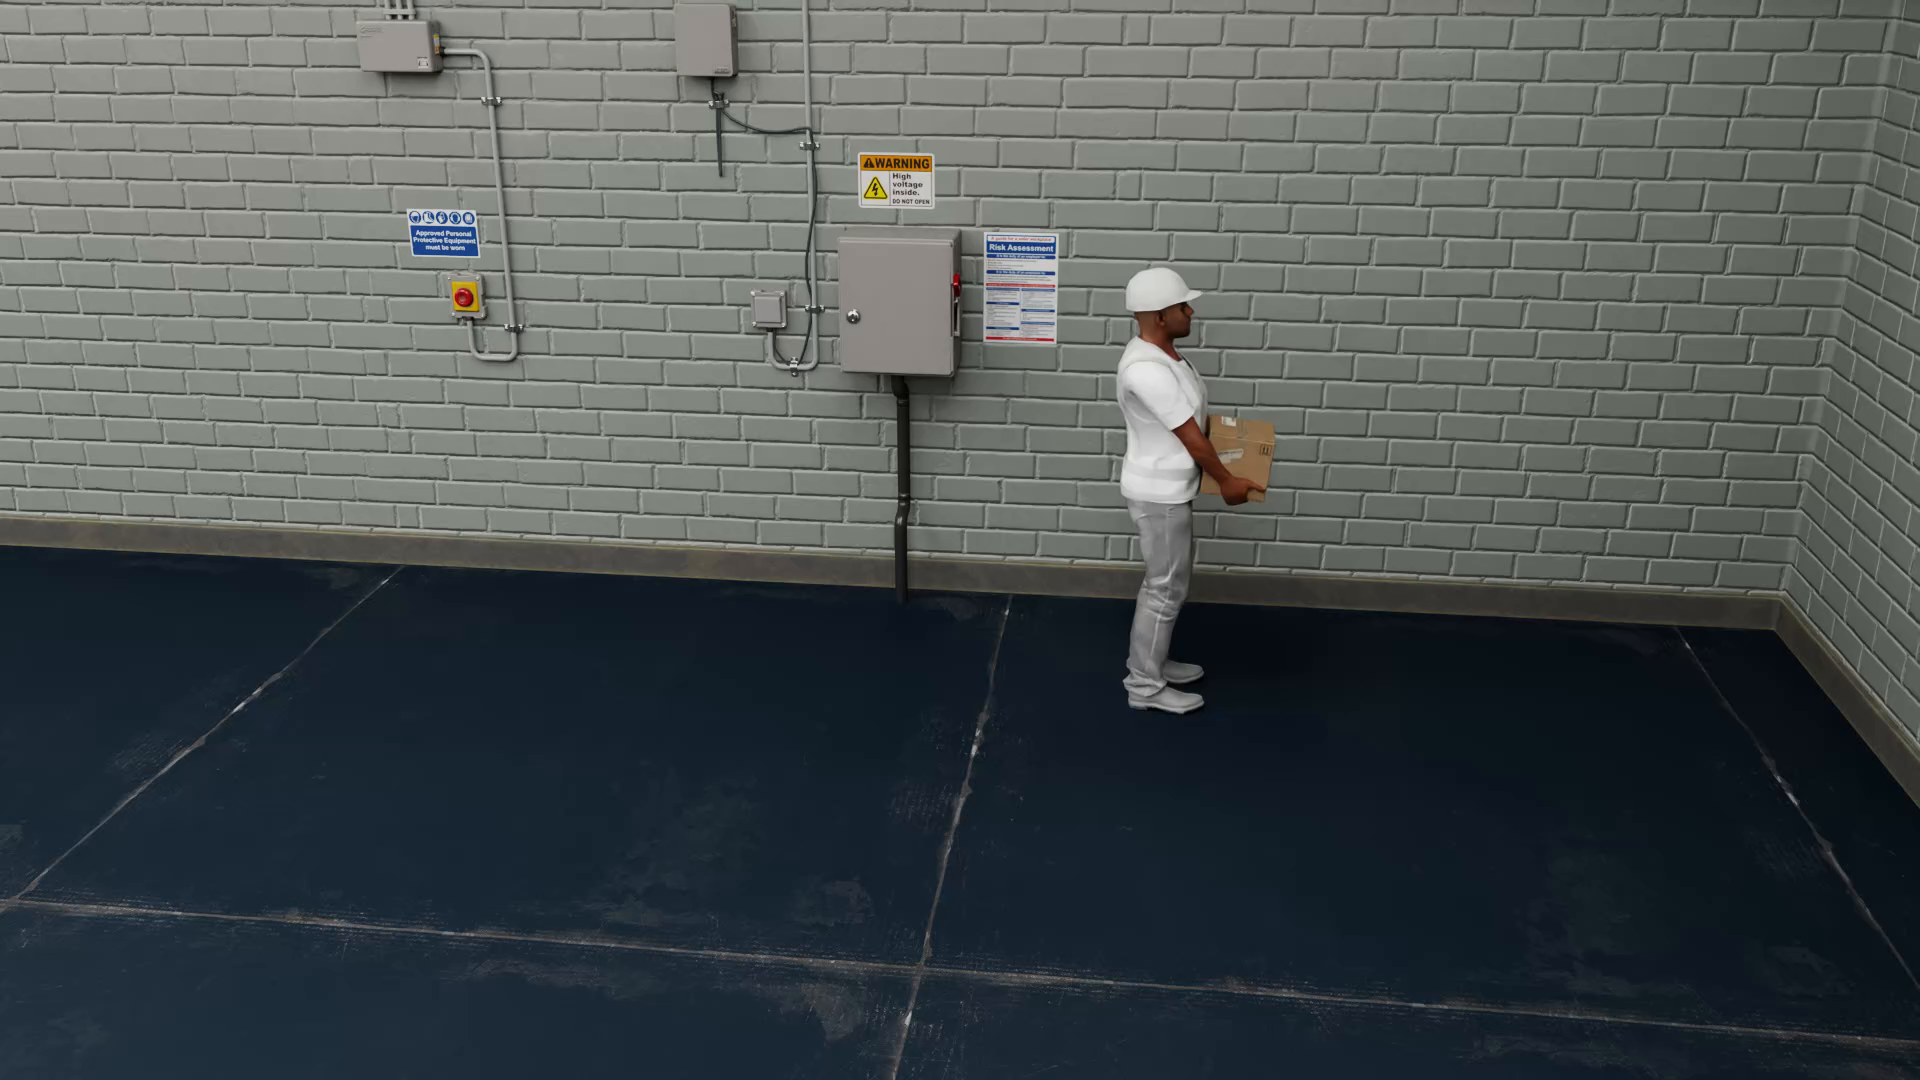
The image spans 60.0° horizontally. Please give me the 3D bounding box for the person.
[{"bbox_3d":[0.901,-0.193,6.560,0.584,1.760,0.504,3,21,7],"label":"person"}]
